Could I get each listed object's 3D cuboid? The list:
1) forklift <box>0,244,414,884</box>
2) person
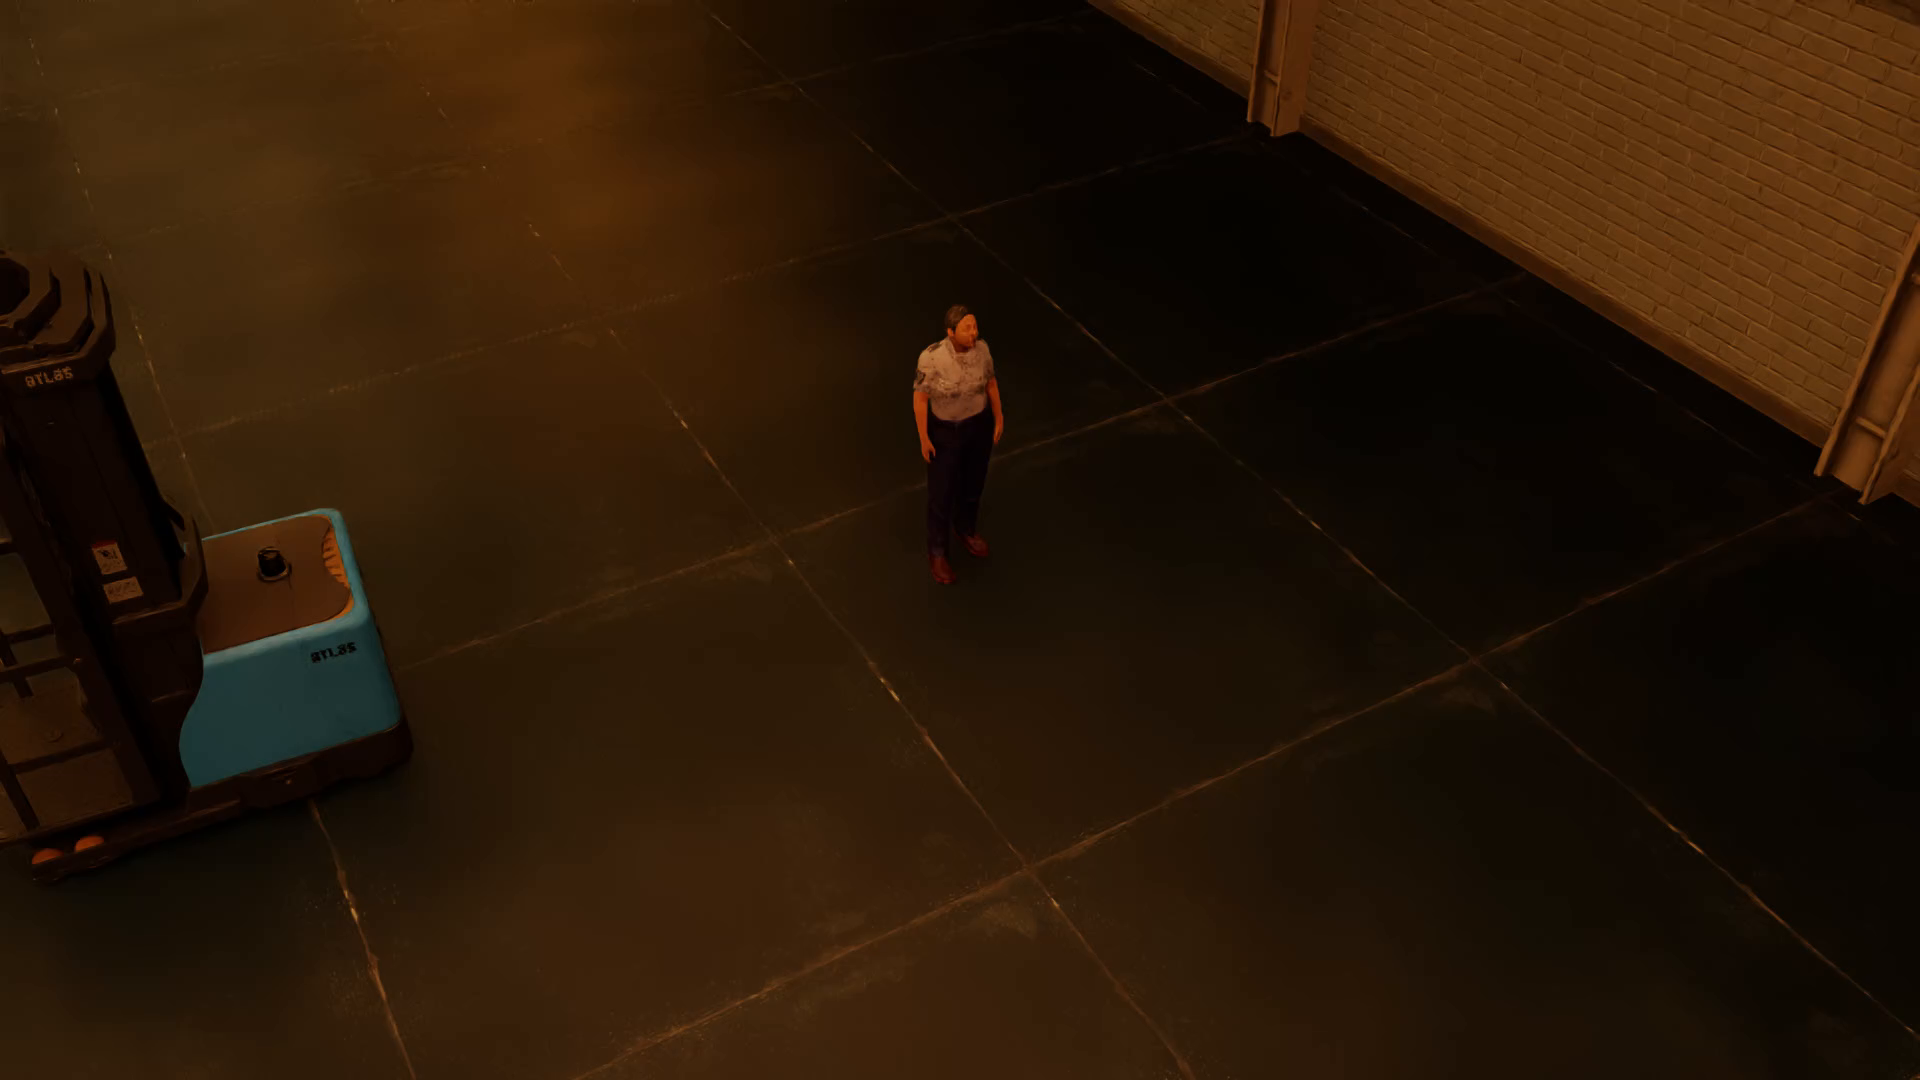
[{"bbox_3d":[-4.478,0.182,7.816,3.031,2.935,1.130,-17,42,-19],"label":"forklift"},{"bbox_3d":[0.026,-0.579,9.736,0.599,1.640,0.502,-20,44,-23],"label":"person"}]
